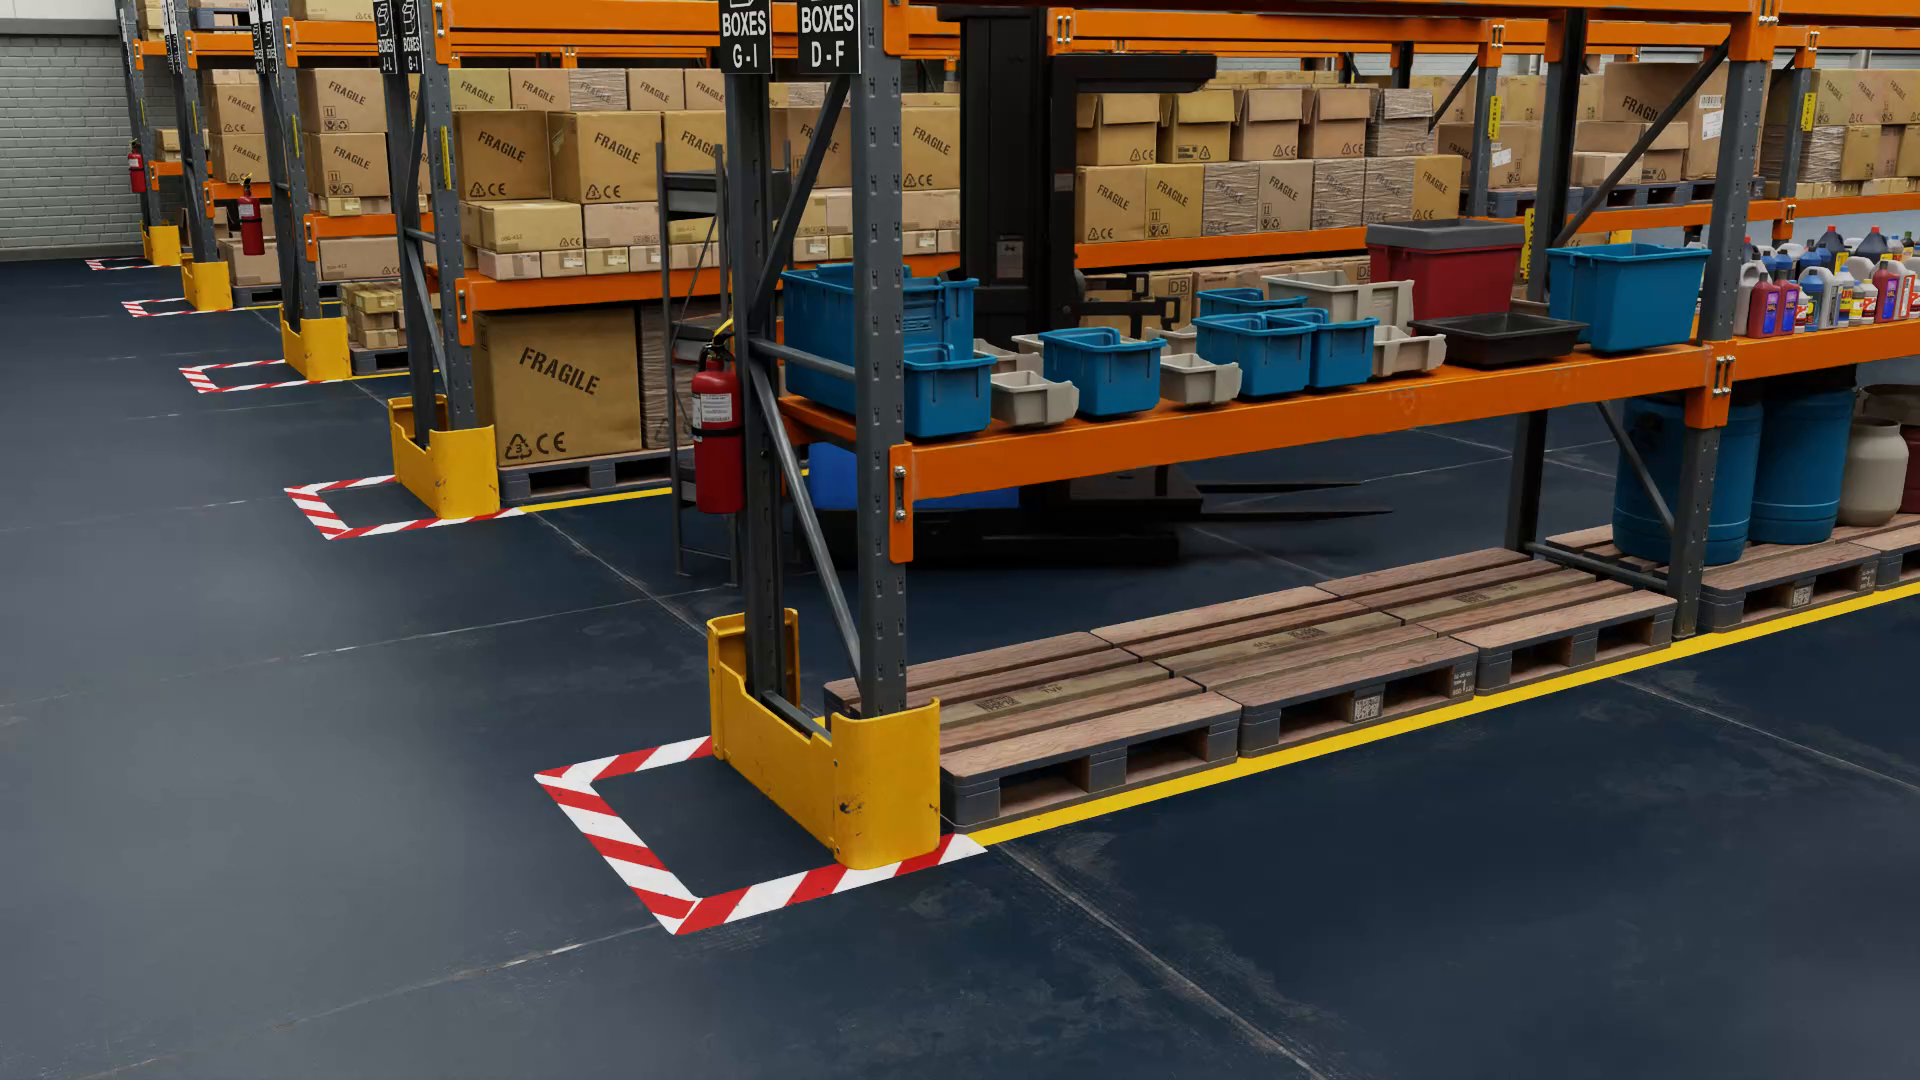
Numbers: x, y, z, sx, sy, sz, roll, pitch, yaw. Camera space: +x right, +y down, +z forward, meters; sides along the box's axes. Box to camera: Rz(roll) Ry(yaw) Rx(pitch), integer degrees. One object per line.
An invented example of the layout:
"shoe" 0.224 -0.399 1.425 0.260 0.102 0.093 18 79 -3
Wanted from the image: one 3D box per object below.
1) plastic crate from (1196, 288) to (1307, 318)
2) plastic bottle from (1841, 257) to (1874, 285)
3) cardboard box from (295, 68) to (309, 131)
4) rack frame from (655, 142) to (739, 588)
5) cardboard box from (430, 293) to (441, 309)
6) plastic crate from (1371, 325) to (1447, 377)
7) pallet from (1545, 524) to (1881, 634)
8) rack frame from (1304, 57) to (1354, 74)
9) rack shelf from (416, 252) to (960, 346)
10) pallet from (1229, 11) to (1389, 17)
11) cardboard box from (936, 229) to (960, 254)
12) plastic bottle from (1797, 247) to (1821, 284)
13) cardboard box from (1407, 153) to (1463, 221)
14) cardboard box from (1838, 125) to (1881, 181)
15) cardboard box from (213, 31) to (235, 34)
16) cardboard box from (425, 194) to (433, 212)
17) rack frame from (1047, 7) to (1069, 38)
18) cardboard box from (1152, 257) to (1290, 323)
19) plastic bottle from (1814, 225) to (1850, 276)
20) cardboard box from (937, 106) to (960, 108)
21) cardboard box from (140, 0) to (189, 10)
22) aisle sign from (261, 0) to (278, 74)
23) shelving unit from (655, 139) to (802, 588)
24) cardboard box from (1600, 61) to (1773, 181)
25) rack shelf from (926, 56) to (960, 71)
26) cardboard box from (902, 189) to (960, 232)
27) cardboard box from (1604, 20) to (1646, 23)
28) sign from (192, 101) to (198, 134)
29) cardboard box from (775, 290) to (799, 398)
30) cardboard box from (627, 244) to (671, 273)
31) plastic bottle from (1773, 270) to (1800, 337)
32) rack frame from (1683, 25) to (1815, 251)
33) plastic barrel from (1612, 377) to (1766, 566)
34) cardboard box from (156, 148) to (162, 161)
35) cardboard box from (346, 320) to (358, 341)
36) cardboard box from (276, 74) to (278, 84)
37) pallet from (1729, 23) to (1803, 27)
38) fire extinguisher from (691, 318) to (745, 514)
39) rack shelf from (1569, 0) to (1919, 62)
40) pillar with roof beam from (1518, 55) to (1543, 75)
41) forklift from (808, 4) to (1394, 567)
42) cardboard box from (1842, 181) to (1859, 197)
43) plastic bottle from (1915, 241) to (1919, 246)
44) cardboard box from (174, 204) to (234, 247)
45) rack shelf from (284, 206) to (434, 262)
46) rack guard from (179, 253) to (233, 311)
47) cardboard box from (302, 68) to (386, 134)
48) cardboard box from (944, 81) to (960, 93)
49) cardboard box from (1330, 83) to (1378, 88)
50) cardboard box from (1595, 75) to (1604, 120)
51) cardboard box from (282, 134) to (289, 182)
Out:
"plastic crate" 1.154 -0.860 6.619 0.300 0.233 0.416 -9 18 -30
"plastic bottle" 4.262 -1.203 7.875 0.135 0.276 0.152 -9 18 -30
"cardboard box" -5.229 -3.668 13.850 0.500 0.500 0.500 -10 18 -31
"rack frame" -1.244 -0.808 7.903 0.400 2.100 0.015 10 19 32
"cardboard box" -4.413 -2.056 14.089 0.250 0.149 0.380 -9 18 -30
"plastic crate" 1.616 -0.713 6.274 0.466 0.136 0.293 -9 18 -30
"pallet" 3.637 0.122 8.083 1.213 0.211 1.003 -9 18 -30
"rack frame" 5.586 -6.230 25.577 0.127 3.000 1.000 -9 18 -30
"rack shelf" -1.311 -1.644 10.552 4.000 0.370 1.077 -9 18 -30
"pallet" 2.350 -3.920 12.131 1.213 0.211 1.003 -8 18 -27
"cardboard box" -0.130 -1.958 10.804 0.250 0.149 0.380 -10 18 -31
"plastic bottle" 4.265 -1.336 8.357 0.097 0.271 0.097 0 16 0
"cardboard box" 3.537 -2.747 12.967 0.500 0.500 0.500 -9 18 -28
"cardboard box" 8.125 -3.682 15.751 0.500 0.500 0.875 -9 18 -30
"cardboard box" -9.589 -6.553 21.636 0.250 0.149 0.380 -9 18 -29
"cardboard box" -4.440 -2.860 14.022 0.250 0.149 0.380 -8 18 -27
"rack frame" 0.403 -2.269 11.446 0.127 3.000 1.000 -9 18 -30
"cardboard box" 1.707 -1.666 12.454 0.875 0.875 1.225 -10 18 -32
"plastic bottle" 4.518 -1.456 8.637 0.185 0.351 0.144 -9 18 -30
"cardboard box" 0.147 -2.575 10.877 0.500 0.500 0.500 -9 18 -28
"cardboard box" -10.179 -6.913 21.258 0.500 0.250 0.500 -9 18 -30
"aisle sign" -5.401 -4.047 12.972 0.004 0.787 0.394 -9 18 -30
"shelving unit" -1.110 -0.863 8.099 0.431 2.100 0.503 10 19 32
"cardboard box" 6.508 -3.794 14.997 1.000 1.000 1.000 -9 18 -29
"rack shelf" 1.312 -8.198 28.372 4.000 0.370 1.077 -9 18 -30
"cardboard box" -0.282 -2.145 10.732 0.500 0.250 0.500 -9 18 -28
"cardboard box" 5.242 -4.348 13.585 0.500 0.250 0.500 -9 18 -29
"sign" -7.848 -4.331 17.054 0.005 0.325 0.100 -9 18 -30
"cardboard box" -0.975 -1.250 10.969 0.875 0.875 0.875 -9 18 -30
"cardboard box" -1.890 -1.673 9.786 0.250 0.149 0.380 -10 18 -31
"plastic bottle" 3.603 -1.038 7.270 0.133 0.283 0.061 -9 18 -30
"rack frame" 7.261 -3.381 15.414 0.127 3.000 1.000 -9 18 -30
"plastic barrel" 3.429 -0.386 7.841 0.708 0.901 0.600 -9 18 -30
"cardboard box" -10.543 -5.141 22.157 0.250 0.149 0.380 -9 18 -30
"cardboard box" -5.149 -1.825 14.368 0.250 0.149 0.380 -9 18 -29
"cardboard box" -7.212 -4.895 17.577 0.250 0.149 0.380 -9 18 -28
"pallet" 6.677 -4.674 14.816 1.003 0.211 1.213 -9 18 -30
"fire extinguisher" -0.838 -0.434 5.736 0.183 0.674 0.296 -9 18 -30
"rack shelf" 4.669 -2.499 8.042 4.000 0.370 1.077 -9 18 -30
"pillar with roof beam" 14.469 -11.050 31.658 0.400 9.000 9.100 -9 18 -30
"forklift" 0.725 -1.419 8.541 3.031 2.935 1.130 -1 16 -2
"cardboard box" 8.231 -3.330 15.698 0.250 0.149 0.380 -9 18 -30
"plastic bottle" 5.311 -1.565 9.152 0.133 0.283 0.061 -9 18 -30
"cardboard box" -10.115 -4.217 22.243 0.637 0.503 0.797 -10 19 -32
"rack shelf" -3.779 -2.806 14.696 4.000 0.370 1.077 -9 18 -30
"rack guard" -8.150 -2.799 17.968 0.348 0.500 1.175 -9 18 -30
"cardboard box" -4.972 -3.548 13.422 0.500 0.500 0.500 -9 18 -30
"cardboard box" -0.014 -6.116 22.456 0.250 0.149 0.380 -10 19 -32
"cardboard box" 4.371 -5.002 19.158 0.500 0.500 0.700 -10 18 -31
"cardboard box" 7.884 -5.648 21.223 0.550 0.550 0.875 -9 18 -30
"cardboard box" -7.150 -4.131 17.904 0.500 0.500 0.500 -10 18 -31
